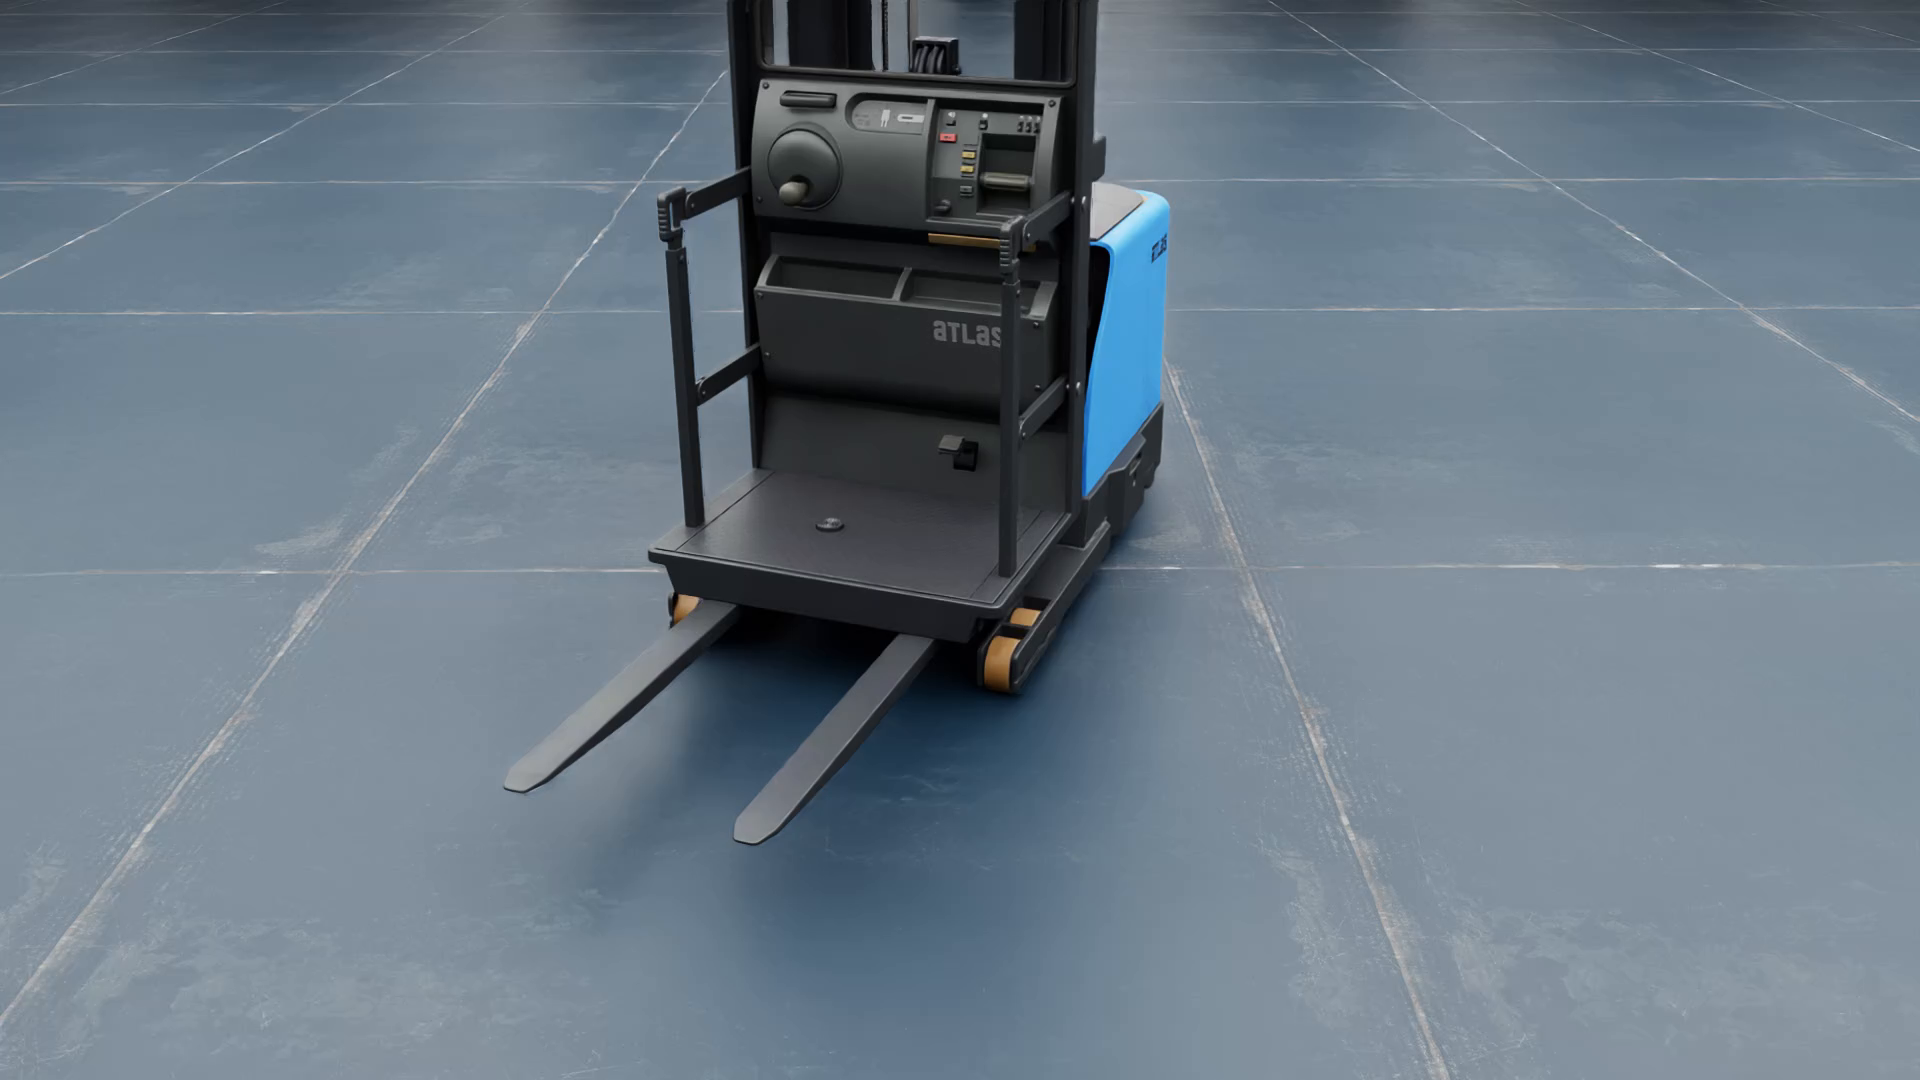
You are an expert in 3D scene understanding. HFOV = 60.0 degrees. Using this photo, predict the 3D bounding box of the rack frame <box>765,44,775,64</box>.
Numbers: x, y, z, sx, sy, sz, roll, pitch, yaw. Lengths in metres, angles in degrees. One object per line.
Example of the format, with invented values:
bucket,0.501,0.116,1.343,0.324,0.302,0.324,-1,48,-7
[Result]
rack frame,-0.567,-1.533,6.591,0.400,2.100,0.015,-13,27,-26

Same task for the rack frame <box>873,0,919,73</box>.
rack frame,-0.329,-1.357,6.203,0.400,2.100,0.015,-13,27,-26

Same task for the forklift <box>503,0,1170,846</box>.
forklift,-0.238,-1.086,4.594,1.130,2.935,3.031,9,26,19

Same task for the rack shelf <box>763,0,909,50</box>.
rack shelf,-0.448,-2.071,6.114,0.431,0.518,0.480,-13,27,-26

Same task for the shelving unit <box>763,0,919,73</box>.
shelving unit,-0.448,-1.445,6.397,0.431,2.100,0.503,-13,27,-26
